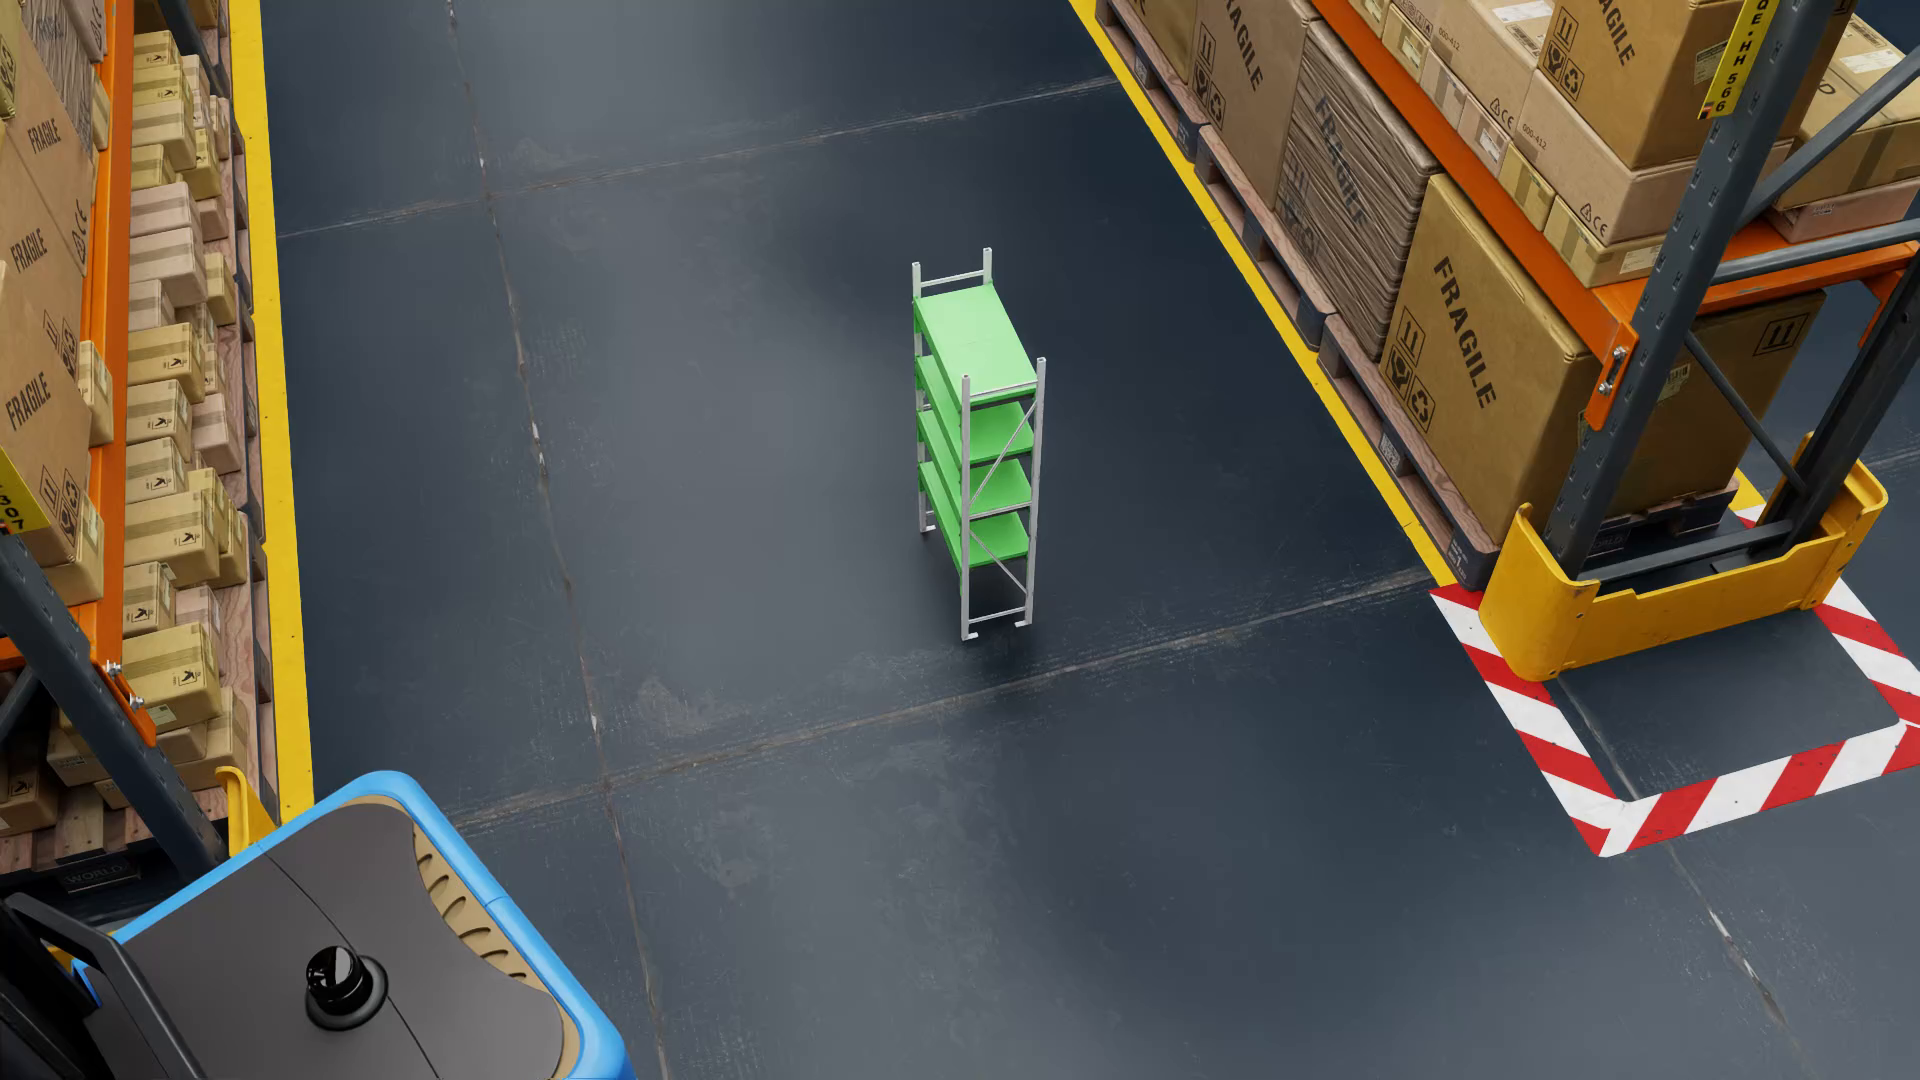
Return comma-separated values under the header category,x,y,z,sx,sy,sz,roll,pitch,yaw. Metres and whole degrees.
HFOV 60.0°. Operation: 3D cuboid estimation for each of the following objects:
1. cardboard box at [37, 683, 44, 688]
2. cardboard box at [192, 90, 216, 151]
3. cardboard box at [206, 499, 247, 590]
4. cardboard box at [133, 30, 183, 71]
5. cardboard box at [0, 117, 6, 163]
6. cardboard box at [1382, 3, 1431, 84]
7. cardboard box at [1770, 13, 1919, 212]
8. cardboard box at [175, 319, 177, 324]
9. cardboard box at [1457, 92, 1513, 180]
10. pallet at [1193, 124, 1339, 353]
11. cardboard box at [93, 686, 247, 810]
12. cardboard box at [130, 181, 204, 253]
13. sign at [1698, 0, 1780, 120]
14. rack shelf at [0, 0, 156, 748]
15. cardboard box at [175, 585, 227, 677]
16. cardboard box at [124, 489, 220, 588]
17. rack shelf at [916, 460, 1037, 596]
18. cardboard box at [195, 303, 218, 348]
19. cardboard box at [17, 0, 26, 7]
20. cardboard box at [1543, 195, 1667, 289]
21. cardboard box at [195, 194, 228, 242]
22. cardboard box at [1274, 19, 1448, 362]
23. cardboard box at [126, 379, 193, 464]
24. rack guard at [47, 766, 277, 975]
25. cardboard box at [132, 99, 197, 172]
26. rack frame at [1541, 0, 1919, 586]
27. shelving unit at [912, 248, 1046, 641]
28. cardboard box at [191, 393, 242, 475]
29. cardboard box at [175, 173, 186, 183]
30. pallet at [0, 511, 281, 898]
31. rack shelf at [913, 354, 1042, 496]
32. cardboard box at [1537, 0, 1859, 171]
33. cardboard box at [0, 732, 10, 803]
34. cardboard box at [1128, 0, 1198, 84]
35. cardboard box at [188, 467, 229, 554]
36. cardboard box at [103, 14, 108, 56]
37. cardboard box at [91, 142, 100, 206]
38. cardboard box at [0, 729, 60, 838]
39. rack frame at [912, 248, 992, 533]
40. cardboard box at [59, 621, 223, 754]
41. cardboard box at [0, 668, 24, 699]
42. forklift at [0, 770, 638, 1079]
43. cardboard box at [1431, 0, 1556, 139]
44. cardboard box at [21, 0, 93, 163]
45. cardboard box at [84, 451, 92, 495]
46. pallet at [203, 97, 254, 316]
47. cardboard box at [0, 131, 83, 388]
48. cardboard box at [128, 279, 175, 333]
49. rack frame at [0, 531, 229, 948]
category,x,y,z,sx,sy,sz,roll,pitch,yaw
cardboard box,-2.981,0.346,5.086,0.380,0.149,0.250,-14,51,-11
cardboard box,-3.151,-1.603,6.535,0.380,0.149,0.250,-16,52,-13
cardboard box,-2.513,0.042,5.343,0.380,0.149,0.250,-13,51,-11
cardboard box,-3.286,-1.851,6.549,0.380,0.149,0.250,-12,51,-10
cardboard box,-2.492,-0.928,3.656,0.500,0.500,0.500,-12,51,-10
cardboard box,1.587,-1.620,5.318,0.380,0.149,0.250,-14,51,-12
cardboard box,2.427,-1.229,4.728,0.500,0.250,0.500,-15,51,-12
cardboard box,-2.883,-0.620,5.706,0.380,0.149,0.250,-11,51,-9
cardboard box,1.739,-1.249,5.005,0.380,0.149,0.250,-13,51,-11
pallet,1.642,-1.327,6.731,1.003,0.211,1.213,-13,51,-11
cardboard box,-2.306,0.606,4.867,0.380,0.149,0.250,-12,51,-10
cardboard box,-2.922,-1.109,5.924,0.380,0.149,0.250,-16,52,-13
sign,1.788,-1.107,3.809,0.100,0.325,0.005,-13,51,-11
rack shelf,-3.049,-0.951,5.061,1.077,0.370,4.000,-13,51,-11
cardboard box,-2.394,0.312,4.921,0.380,0.149,0.250,-14,51,-11
cardboard box,-2.436,0.023,4.970,0.380,0.149,0.250,-13,51,-11
rack shelf,0.049,-0.070,5.422,0.258,0.148,0.480,-13,51,-11
cardboard box,-2.880,-0.689,5.959,0.380,0.149,0.250,-12,51,-10
cardboard box,-2.778,-1.684,4.294,0.500,0.500,0.500,-15,51,-12
cardboard box,1.891,-0.875,4.690,0.380,0.149,0.250,-12,51,-10
cardboard box,-3.062,-1.264,6.444,0.380,0.149,0.250,-15,51,-12
cardboard box,1.776,-1.335,6.028,0.875,0.875,0.875,-13,51,-11
cardboard box,-2.662,-0.344,5.279,0.380,0.149,0.250,-12,51,-10
rack guard,-2.480,1.028,4.557,1.175,0.500,0.348,-13,51,-11
cardboard box,-3.092,-1.493,6.248,0.380,0.149,0.250,-14,51,-11
rack frame,2.311,-0.770,4.437,1.000,3.000,0.127,-13,51,-11
shelving unit,0.049,-0.266,5.189,0.258,1.200,0.503,-13,51,-11
cardboard box,-2.670,-0.324,5.651,0.380,0.149,0.250,-16,52,-13
cardboard box,-3.075,-1.206,6.200,0.380,0.149,0.250,-13,51,-11
pallet,-2.686,0.519,5.174,1.003,0.211,1.213,-13,51,-11
rack shelf,0.049,-0.379,5.055,0.258,0.148,0.480,-13,51,-11
cardboard box,1.916,-1.356,4.344,0.500,0.500,0.500,-13,51,-11
cardboard box,-2.886,0.644,4.640,0.380,0.149,0.250,-15,51,-12
cardboard box,1.247,-2.642,7.130,0.875,0.875,0.875,-13,51,-11
cardboard box,-2.523,-0.059,5.233,0.380,0.149,0.250,-12,51,-10
cardboard box,-2.968,-1.650,5.343,0.380,0.149,0.250,-15,52,-13
cardboard box,-2.750,-1.080,4.863,0.380,0.149,0.250,-12,51,-10
cardboard box,-2.812,0.724,4.768,0.380,0.149,0.250,-13,51,-10
rack frame,-0.023,-0.444,5.340,0.240,1.200,0.015,-13,51,-11
cardboard box,-2.288,0.410,4.643,0.380,0.149,0.250,-15,52,-13
cardboard box,-2.875,0.343,4.699,0.380,0.149,0.250,-12,51,-10
forklift,-2.119,1.294,2.742,3.031,2.935,1.130,-35,58,-26
cardboard box,1.765,-1.482,4.941,0.500,0.250,0.500,-14,51,-12
cardboard box,-2.798,-1.358,4.673,0.500,0.500,0.500,-15,51,-12
cardboard box,-2.355,-0.129,4.061,0.380,0.149,0.250,-12,51,-10
pallet,-3.408,-1.263,6.676,1.003,0.211,1.213,-13,51,-11
cardboard box,-2.509,-0.626,4.056,0.500,0.500,0.500,-13,51,-11
cardboard box,-2.861,-0.709,5.587,0.380,0.149,0.250,-13,51,-11
rack frame,-2.457,0.278,3.554,1.000,3.000,0.127,-13,51,-11
